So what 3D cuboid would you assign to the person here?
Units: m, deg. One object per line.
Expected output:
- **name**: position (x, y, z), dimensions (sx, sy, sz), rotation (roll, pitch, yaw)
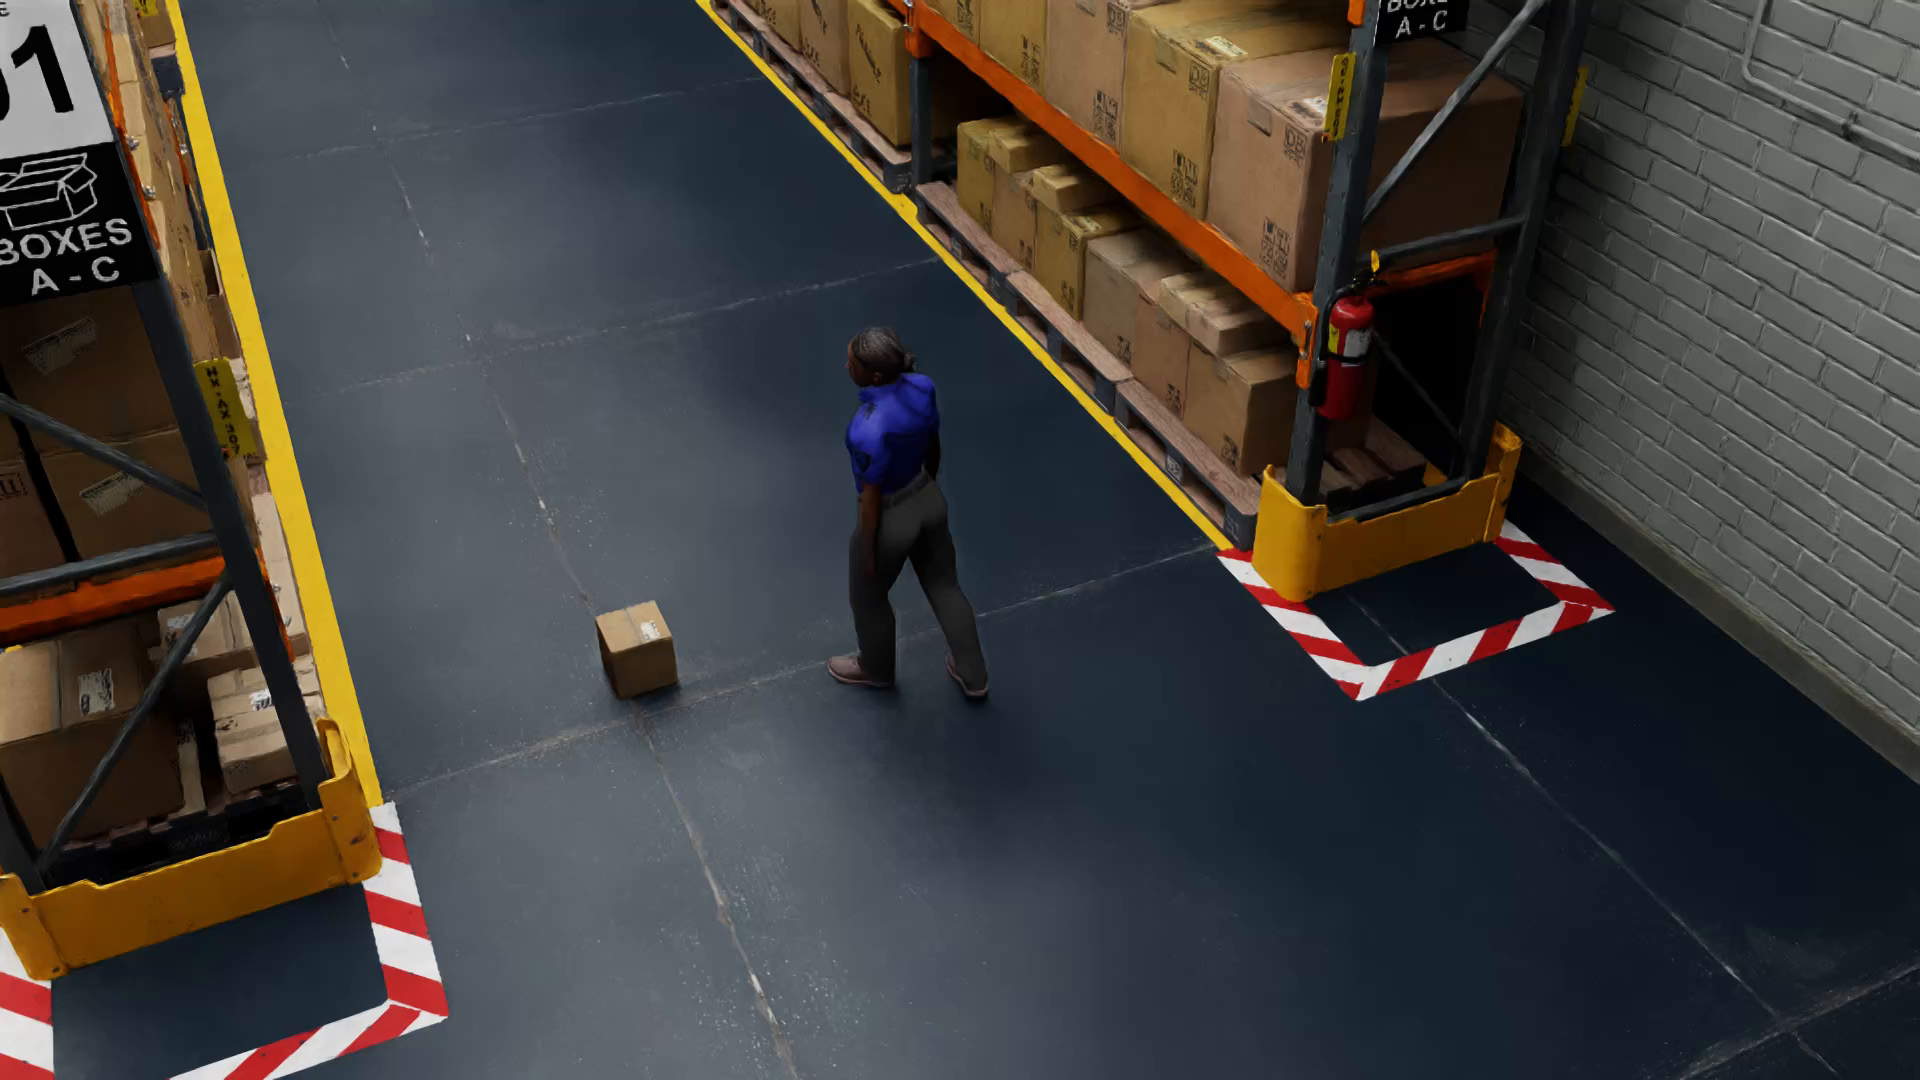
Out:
- **person**: position (-0.205, -0.076, 6.256), dimensions (0.650, 1.654, 0.469), rotation (25, 44, 29)
